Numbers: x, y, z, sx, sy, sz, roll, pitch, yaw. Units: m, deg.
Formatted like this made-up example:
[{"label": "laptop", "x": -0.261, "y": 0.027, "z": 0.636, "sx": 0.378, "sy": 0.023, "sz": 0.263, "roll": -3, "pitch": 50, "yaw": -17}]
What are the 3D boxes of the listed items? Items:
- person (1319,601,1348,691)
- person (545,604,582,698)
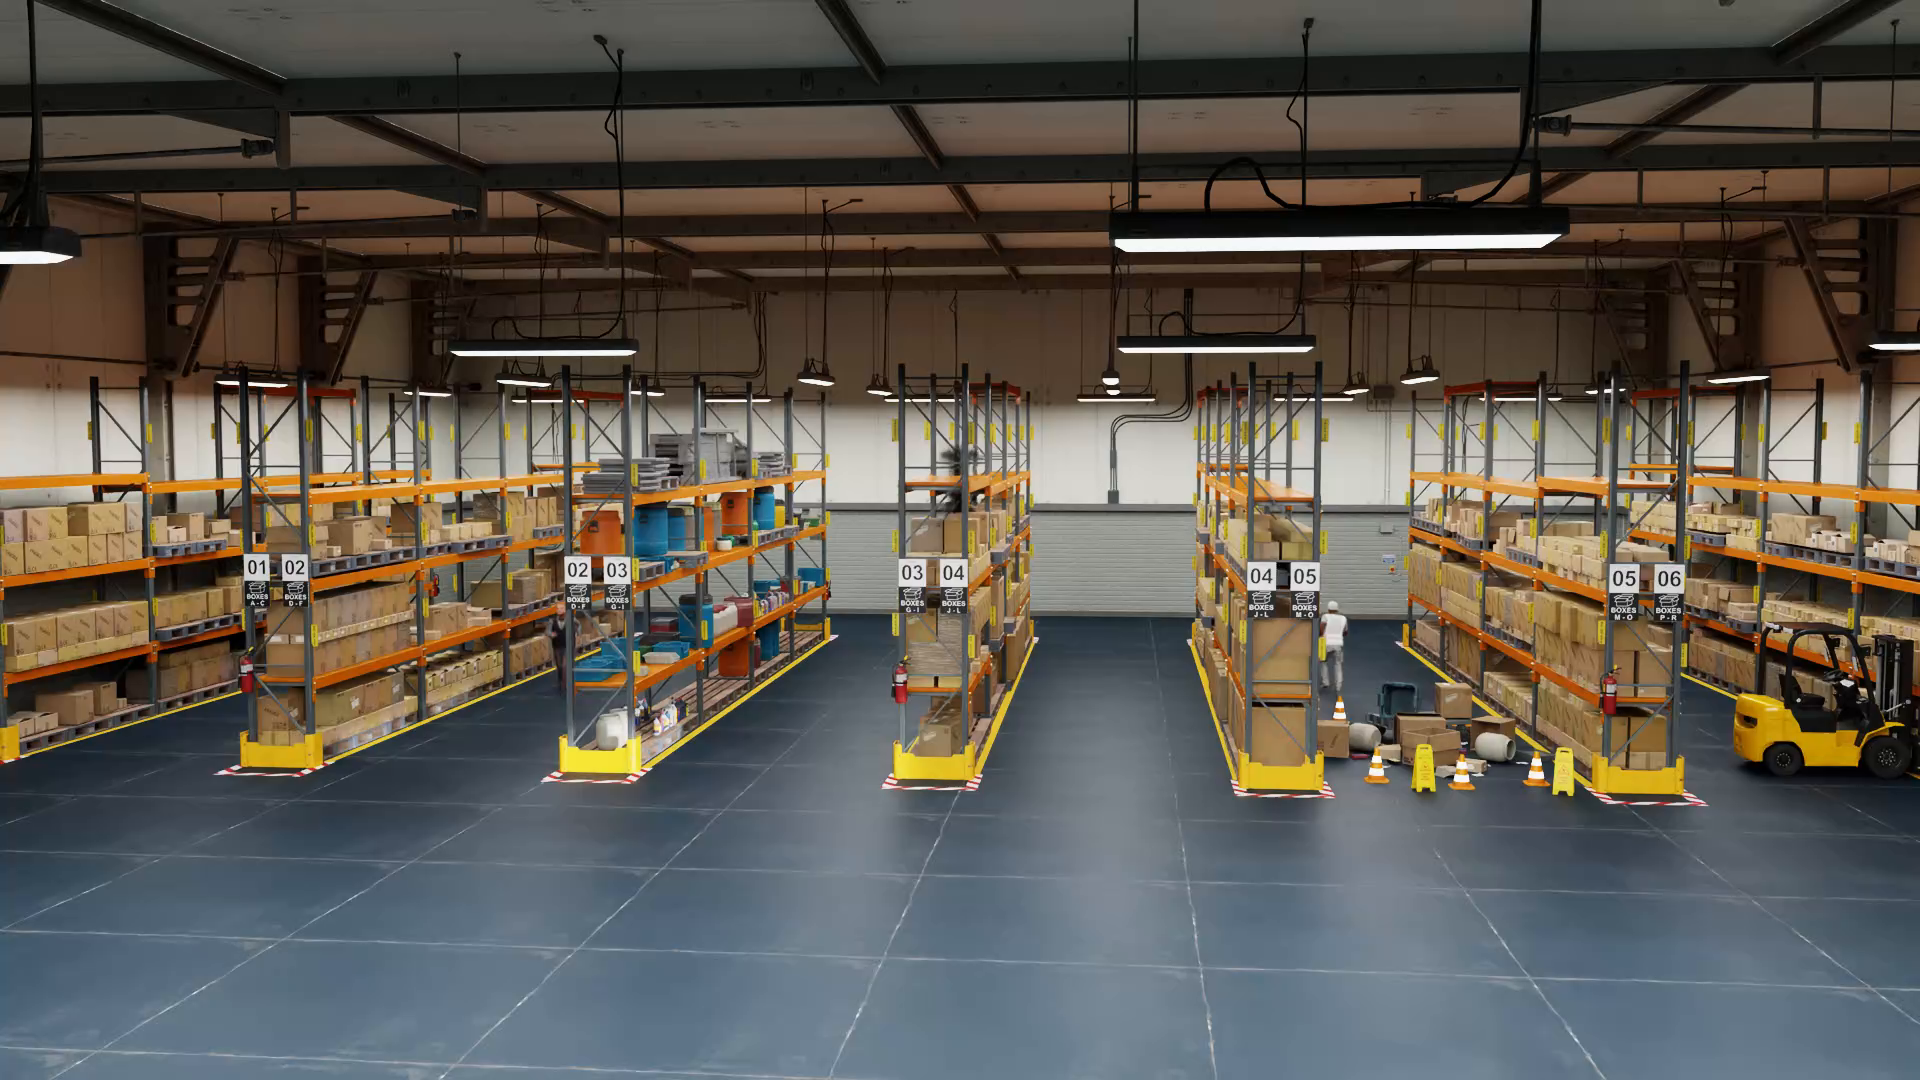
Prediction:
[{"label": "person", "x": 7.192, "y": 2.055, "z": 32.120, "sx": 0.632, "sy": 1.729, "sz": 0.992, "roll": 0, "pitch": 4, "yaw": 4}, {"label": "person", "x": -7.600, "y": 2.098, "z": 31.900, "sx": 0.647, "sy": 1.769, "sz": 0.911, "roll": 0, "pitch": 4, "yaw": 1}]
